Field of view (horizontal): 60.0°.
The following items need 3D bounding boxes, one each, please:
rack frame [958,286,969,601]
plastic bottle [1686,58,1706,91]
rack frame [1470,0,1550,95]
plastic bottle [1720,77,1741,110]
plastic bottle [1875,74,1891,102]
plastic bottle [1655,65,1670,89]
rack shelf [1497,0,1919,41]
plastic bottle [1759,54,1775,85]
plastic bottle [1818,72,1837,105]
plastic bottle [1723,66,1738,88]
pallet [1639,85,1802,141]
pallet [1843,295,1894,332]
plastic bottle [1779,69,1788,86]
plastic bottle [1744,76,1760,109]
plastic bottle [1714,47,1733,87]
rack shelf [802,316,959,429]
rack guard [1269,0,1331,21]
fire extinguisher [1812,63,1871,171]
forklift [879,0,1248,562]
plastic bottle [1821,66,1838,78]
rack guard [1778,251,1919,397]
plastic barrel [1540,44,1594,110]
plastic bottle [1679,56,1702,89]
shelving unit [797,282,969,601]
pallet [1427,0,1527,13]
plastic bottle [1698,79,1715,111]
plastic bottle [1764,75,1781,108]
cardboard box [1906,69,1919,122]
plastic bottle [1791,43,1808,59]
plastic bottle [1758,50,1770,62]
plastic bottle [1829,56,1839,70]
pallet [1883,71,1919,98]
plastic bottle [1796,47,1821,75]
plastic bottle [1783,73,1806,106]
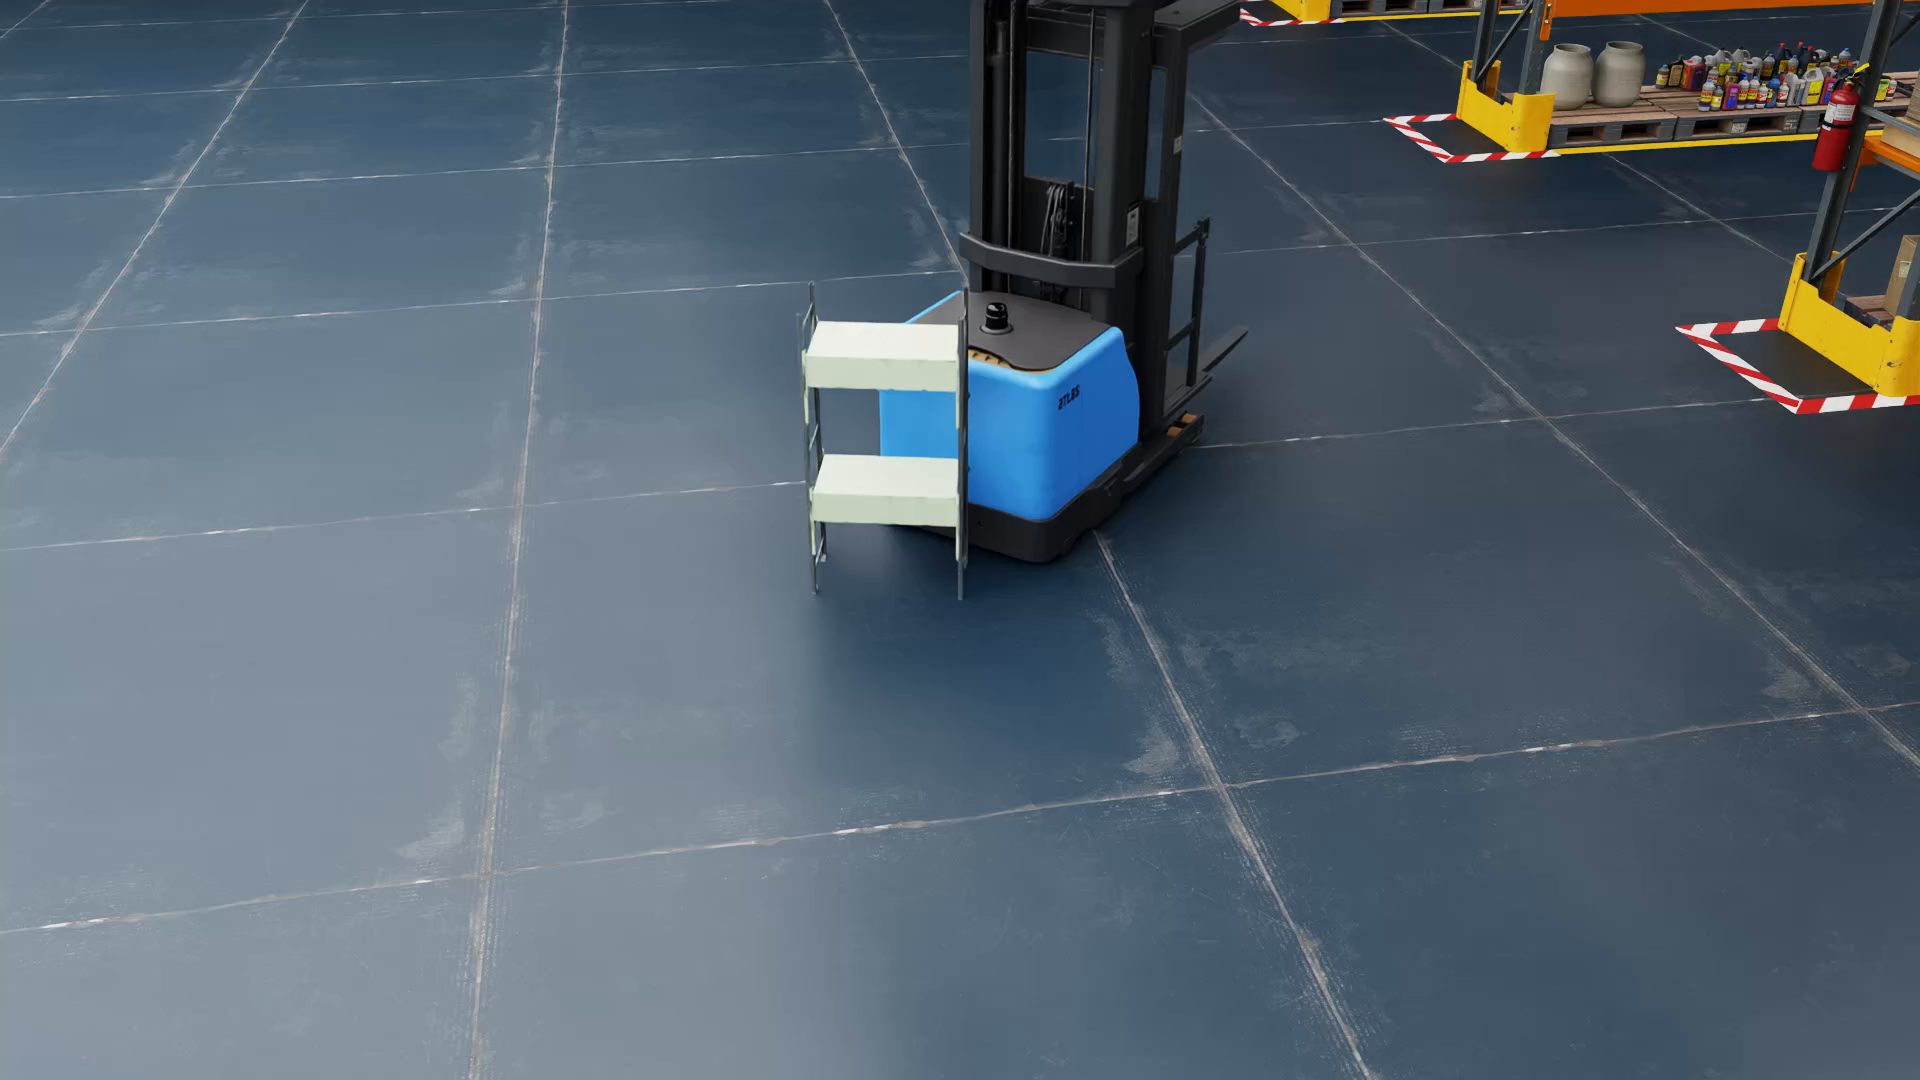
[{"bbox_3d":[0.016,-0.446,8.028,0.023,1.500,0.400,2,31,4],"label":"rack frame"},{"bbox_3d":[6.799,-4.298,15.345,0.133,0.283,0.061,-5,31,-9],"label":"plastic bottle"},{"bbox_3d":[4.799,-4.936,14.186,0.127,3.000,1.000,-5,31,-9],"label":"rack frame"},{"bbox_3d":[6.865,-3.977,14.800,0.133,0.283,0.061,-5,31,-8],"label":"plastic bottle"},{"bbox_3d":[8.320,-4.112,15.029,0.133,0.283,0.061,-4,31,-6],"label":"plastic bottle"},{"bbox_3d":[6.527,-4.306,15.440,0.097,0.201,0.097,0,30,0],"label":"plastic bottle"},{"bbox_3d":[6.767,-4.809,14.679,4.000,0.370,1.077,-5,31,-9],"label":"rack shelf"},{"bbox_3d":[7.542,-4.399,15.529,0.097,0.271,0.097,0,30,0],"label":"plastic bottle"},{"bbox_3d":[7.811,-4.065,14.949,0.133,0.283,0.061,-3,31,-6],"label":"plastic bottle"},{"bbox_3d":[7.143,-4.289,15.411,0.097,0.201,0.097,0,30,0],"label":"plastic bottle"},{"bbox_3d":[6.863,-3.946,15.252,1.213,0.211,1.003,-5,31,-9],"label":"pallet"},{"bbox_3d":[6.572,-1.328,10.801,1.213,0.211,1.003,-5,31,-9],"label":"pallet"},{"bbox_3d":[7.466,-4.111,15.028,0.133,0.283,0.061,-5,31,-9],"label":"plastic bottle"},{"bbox_3d":[7.074,-4.000,14.852,0.097,0.271,0.097,0,30,0],"label":"plastic bottle"},{"bbox_3d":[7.078,-4.409,15.469,0.185,0.351,0.144,-4,31,-7],"label":"plastic bottle"},{"bbox_3d":[-0.349,-0.795,7.853,0.720,0.370,0.431,2,31,4],"label":"rack shelf"},{"bbox_3d":[3.887,-6.327,19.016,0.348,0.500,1.175,-5,31,-9],"label":"rack guard"},{"bbox_3d":[5.496,-2.653,10.379,0.183,0.674,0.296,-5,31,-9],"label":"fire extinguisher"},{"bbox_3d":[0.768,-1.860,9.022,1.130,2.935,3.031,17,35,27],"label":"forklift"},{"bbox_3d":[7.912,-4.169,15.133,0.135,0.276,0.152,-5,31,-9],"label":"plastic bottle"},{"bbox_3d":[5.766,-1.396,10.631,0.348,0.500,1.175,-5,31,-9],"label":"rack guard"},{"bbox_3d":[5.433,-4.143,14.877,0.421,0.512,0.421,0,30,0],"label":"plastic barrel"},{"bbox_3d":[6.780,-4.347,15.437,0.135,0.276,0.152,-5,31,-9],"label":"plastic bottle"},{"bbox_3d":[-0.349,-0.459,8.051,0.755,1.500,0.431,2,31,4],"label":"shelving unit"},{"bbox_3d":[5.853,-6.405,19.434,1.213,0.211,1.003,-5,31,-9],"label":"pallet"},{"bbox_3d":[6.639,-3.960,14.783,0.097,0.271,0.097,0,30,0],"label":"plastic bottle"},{"bbox_3d":[7.274,-4.019,14.883,0.097,0.271,0.097,0,30,0],"label":"plastic bottle"},{"bbox_3d":[6.237,-2.675,9.947,0.500,0.500,0.875,-5,31,-9],"label":"cardboard box"},{"bbox_3d":[7.865,-4.482,15.593,0.185,0.351,0.144,-4,31,-8],"label":"plastic bottle"},{"bbox_3d":[7.510,-4.442,15.591,0.133,0.283,0.061,-4,31,-7],"label":"plastic bottle"},{"bbox_3d":[8.242,-4.465,15.711,0.097,0.201,0.097,0,30,0],"label":"plastic bottle"},{"bbox_3d":[9.499,-4.191,15.668,1.213,0.211,1.003,-5,31,-9],"label":"pallet"},{"bbox_3d":[7.891,-4.411,15.471,0.185,0.351,0.144,-5,31,-9],"label":"plastic bottle"},{"bbox_3d":[7.485,-4.055,14.939,0.135,0.276,0.152,-5,31,-8],"label":"plastic bottle"}]
